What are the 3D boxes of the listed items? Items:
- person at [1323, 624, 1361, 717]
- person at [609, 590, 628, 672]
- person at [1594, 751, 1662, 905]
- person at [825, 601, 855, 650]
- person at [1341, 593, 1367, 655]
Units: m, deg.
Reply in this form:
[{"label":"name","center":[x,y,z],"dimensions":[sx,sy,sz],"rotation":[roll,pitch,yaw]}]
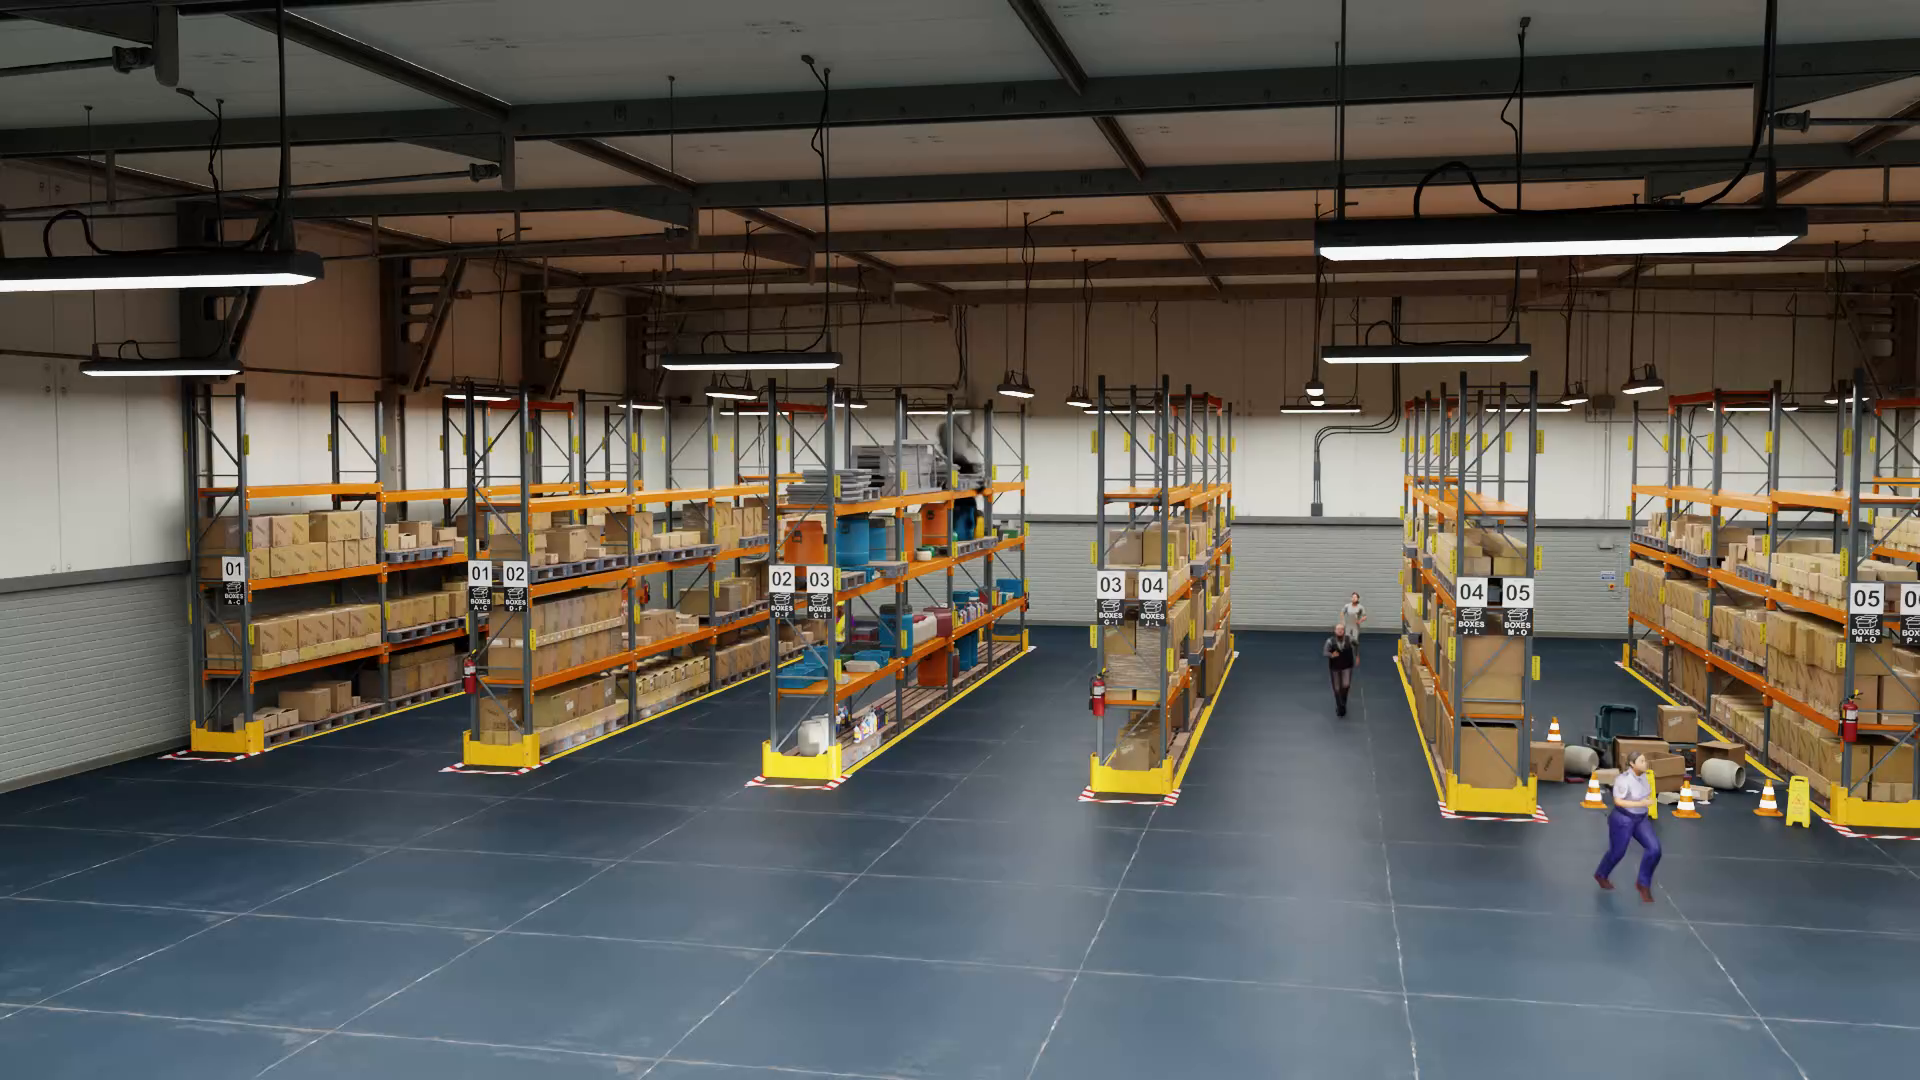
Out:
[{"label":"person","center":[7.023,2.393,30.609],"dimensions":[0.682,1.709,0.806],"rotation":[1,3,12]},{"label":"person","center":[-7.602,1.975,37.068],"dimensions":[0.656,1.838,0.843],"rotation":[0,3,4]},{"label":"person","center":[7.369,3.148,18.367],"dimensions":[0.626,1.672,0.827],"rotation":[-2,4,-27]},{"label":"person","center":[-2.515,2.133,34.670],"dimensions":[0.698,1.775,0.853],"rotation":[1,3,12]},{"label":"person","center":[8.982,2.018,38.003],"dimensions":[0.596,1.625,0.515],"rotation":[1,3,20]}]
